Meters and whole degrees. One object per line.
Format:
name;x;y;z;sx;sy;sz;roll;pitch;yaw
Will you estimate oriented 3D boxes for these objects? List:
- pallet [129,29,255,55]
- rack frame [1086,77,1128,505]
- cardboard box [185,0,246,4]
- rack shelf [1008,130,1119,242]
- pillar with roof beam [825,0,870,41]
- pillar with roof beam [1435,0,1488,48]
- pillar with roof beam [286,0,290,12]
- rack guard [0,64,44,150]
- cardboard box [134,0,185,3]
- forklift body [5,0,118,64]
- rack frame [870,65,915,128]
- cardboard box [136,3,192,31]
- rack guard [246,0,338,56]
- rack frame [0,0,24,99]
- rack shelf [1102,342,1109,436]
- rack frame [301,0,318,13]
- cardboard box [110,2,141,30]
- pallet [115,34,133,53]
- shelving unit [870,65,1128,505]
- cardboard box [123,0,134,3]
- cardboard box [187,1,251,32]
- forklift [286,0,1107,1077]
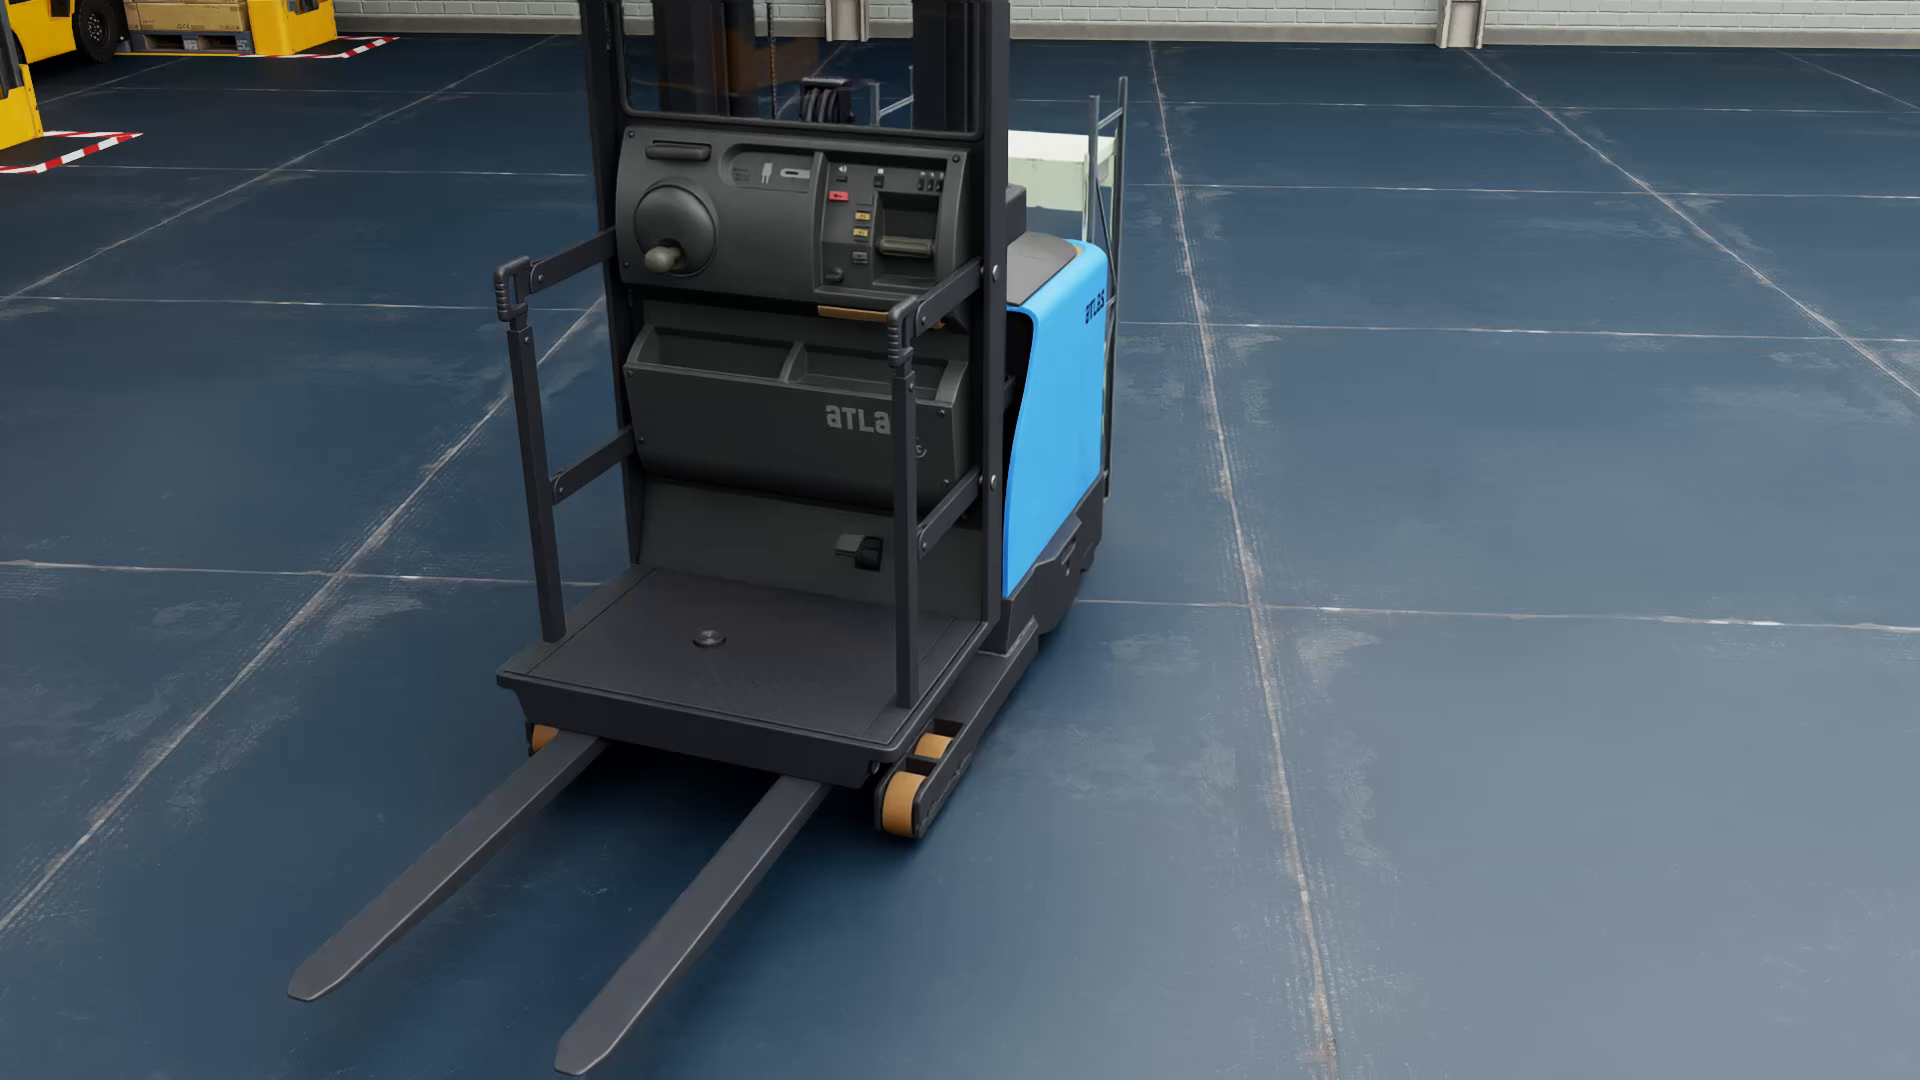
pallet;-7.242;-4.915;16.179;1.213;0.211;1.003;2;25;4
rack frame;0.477;-0.766;5.621;0.023;1.500;0.400;8;26;17
cardboard box;-6.986;-5.229;15.714;0.500;0.250;0.500;2;25;3
rack shelf;0.131;-1.171;5.567;0.720;0.370;0.431;8;26;17
pillar with roof beam;-1.449;-7.312;10.875;0.400;9.000;9.100;2;25;4
pillar with roof beam;4.533;-7.120;10.458;0.400;9.000;9.100;2;25;4
pillar with roof beam;-7.431;-7.504;11.293;0.400;9.000;9.100;2;25;4
rack guard;-6.929;-2.973;11.613;0.348;0.500;1.175;2;25;4
cardboard box;-7.485;-5.249;15.759;0.500;0.250;0.500;2;25;3
forklift body;-8.507;-5.090;14.238;1.214;2.155;2.313;2;25;4
rack frame;-0.214;-0.867;5.840;0.023;1.500;0.400;8;26;17
cardboard box;-7.464;-5.020;15.858;0.500;0.250;0.500;2;25;4
rack guard;-6.453;-5.039;16.102;0.348;0.500;1.175;2;25;4
rack frame;-6.853;-4.106;11.085;0.127;3.000;1.000;2;25;4
rack shelf;0.131;-0.520;5.867;0.720;0.370;0.431;8;26;17
rack frame;-6.477;-6.175;15.581;0.127;3.000;1.000;2;25;4
cardboard box;-7.962;-5.040;15.901;0.500;0.250;0.500;2;25;5
pallet;-8.455;-4.955;16.267;1.213;0.211;1.003;2;25;4
shelving unit;0.131;-0.817;5.731;0.755;1.500;0.431;8;26;17
cardboard box;-8.001;-5.257;15.776;0.500;0.250;0.500;1;25;3
cardboard box;-6.969;-5.000;15.815;0.500;0.250;0.500;2;25;4
forklift;-0.502;-0.783;3.944;1.130;2.935;3.031;9;26;18
